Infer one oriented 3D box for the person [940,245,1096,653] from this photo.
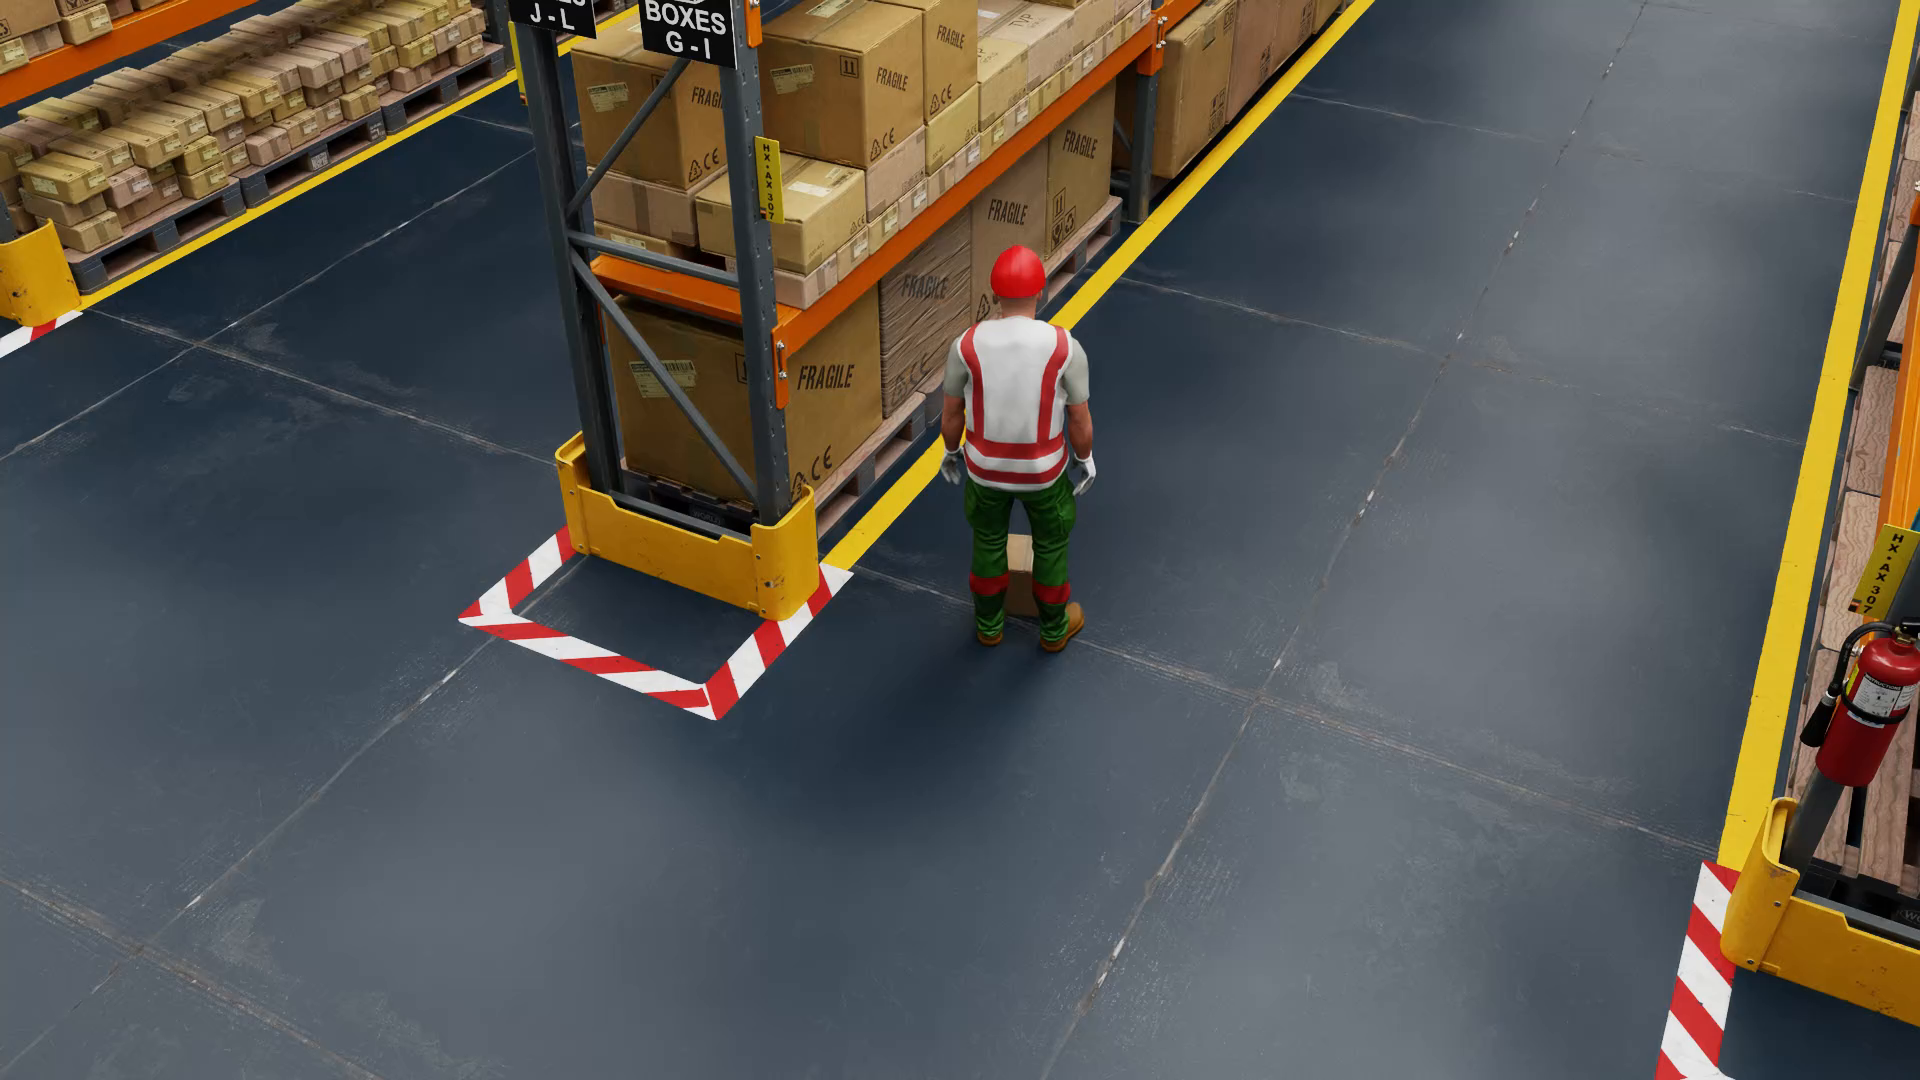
[{"bbox_3d":[0.226,-0.317,6.550,0.620,1.780,0.447,6,38,7],"label":"person"}]
